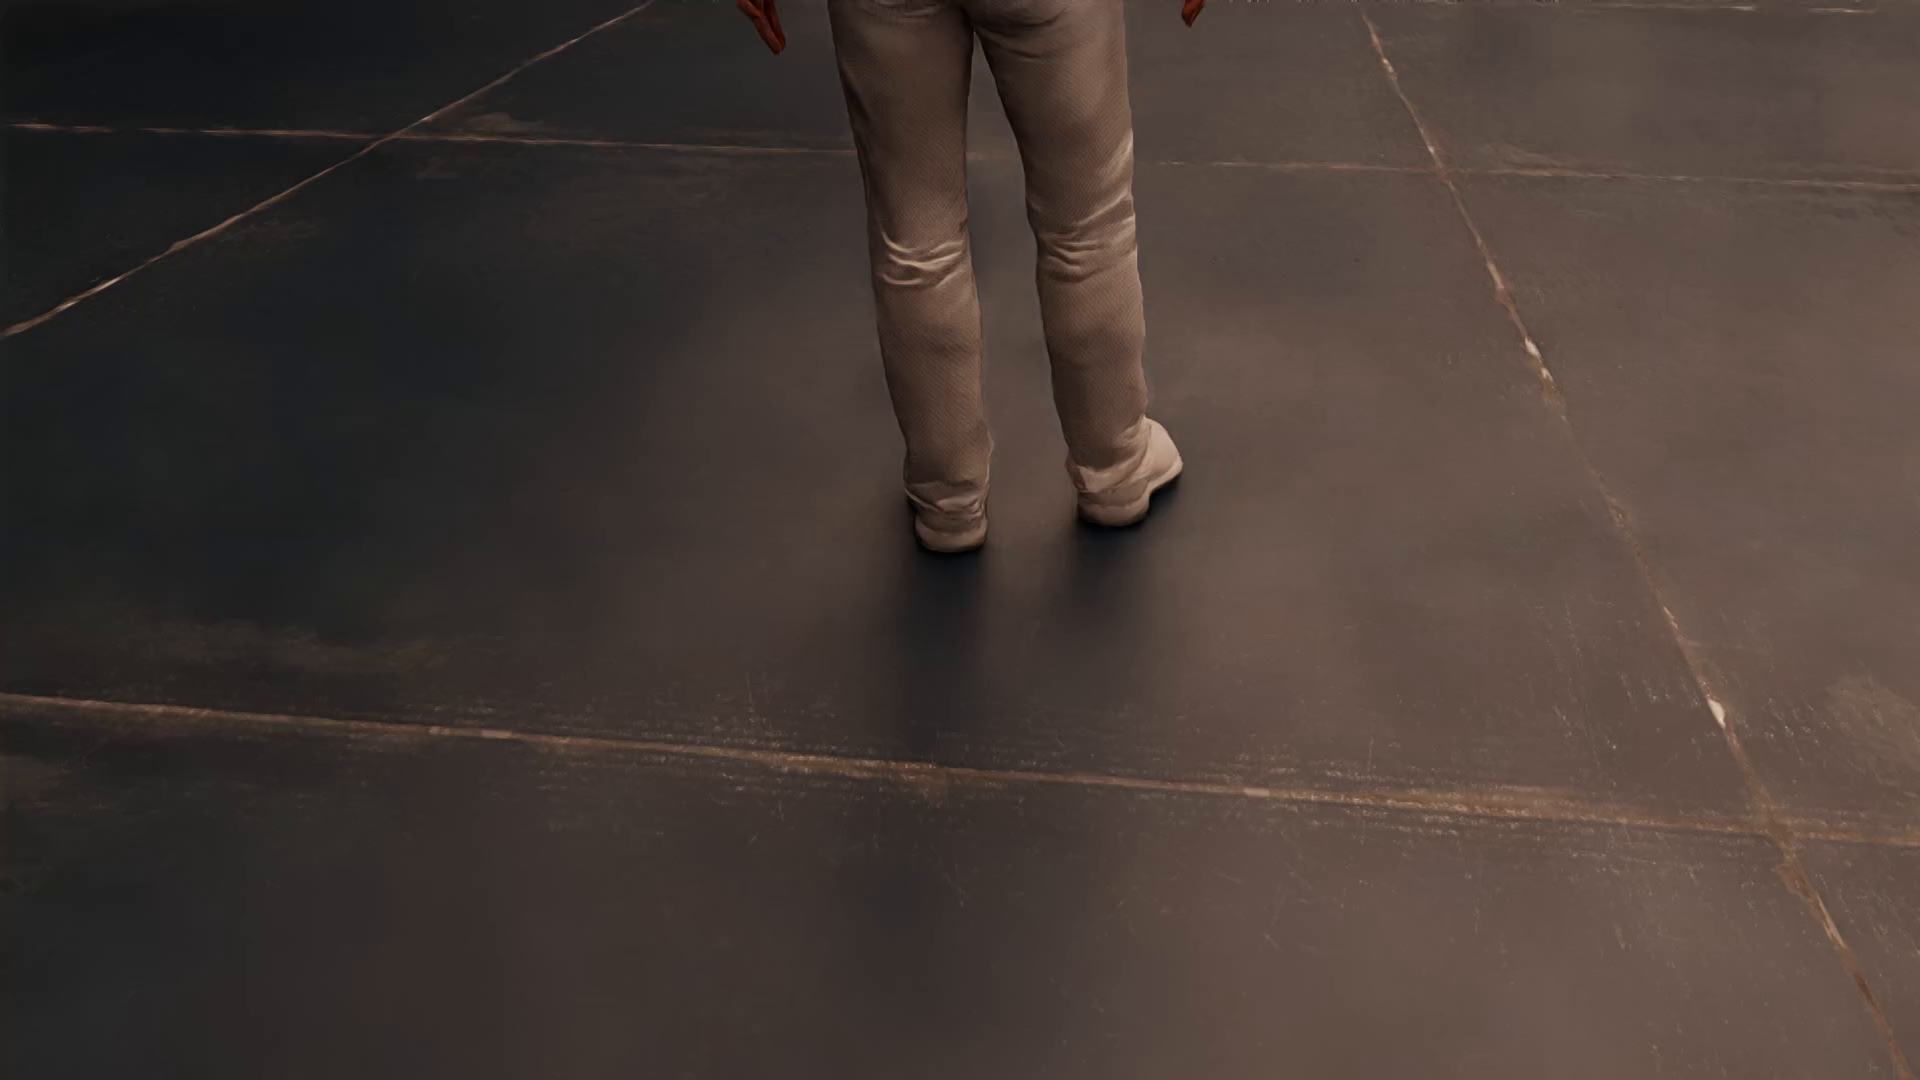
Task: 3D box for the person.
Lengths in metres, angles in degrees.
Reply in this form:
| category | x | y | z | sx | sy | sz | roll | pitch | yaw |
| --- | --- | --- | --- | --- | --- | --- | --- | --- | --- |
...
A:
| category | x | y | z | sx | sy | sz | roll | pitch | yaw |
| --- | --- | --- | --- | --- | --- | --- | --- | --- | --- |
| person | 0.015 | -0.827 | 2.164 | 0.665 | 1.766 | 0.576 | 3 | 27 | 7 |
